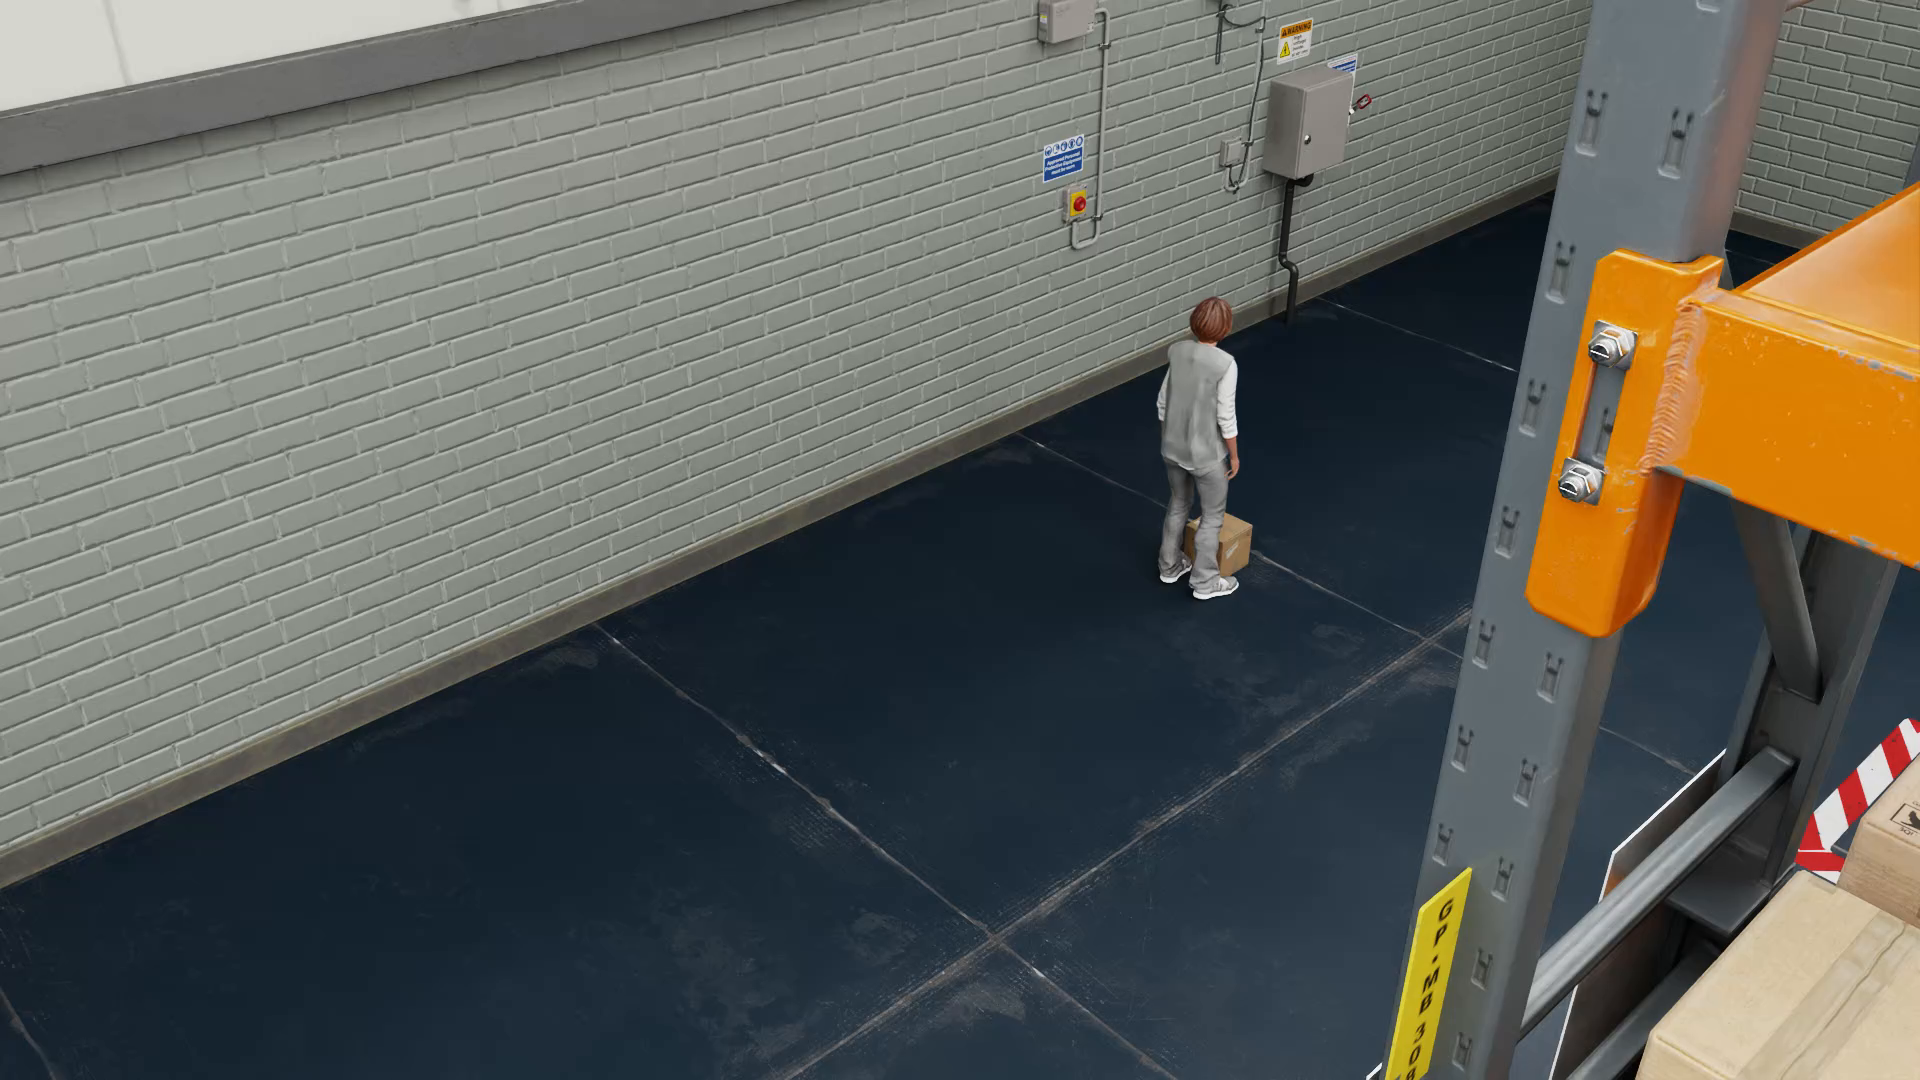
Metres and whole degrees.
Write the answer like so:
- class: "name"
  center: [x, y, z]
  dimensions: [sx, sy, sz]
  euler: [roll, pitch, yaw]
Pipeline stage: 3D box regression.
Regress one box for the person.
- class: "person"
  center: [1.196, -0.451, 8.364]
  dimensions: [0.484, 1.592, 0.347]
  euler: [27, 41, 36]
